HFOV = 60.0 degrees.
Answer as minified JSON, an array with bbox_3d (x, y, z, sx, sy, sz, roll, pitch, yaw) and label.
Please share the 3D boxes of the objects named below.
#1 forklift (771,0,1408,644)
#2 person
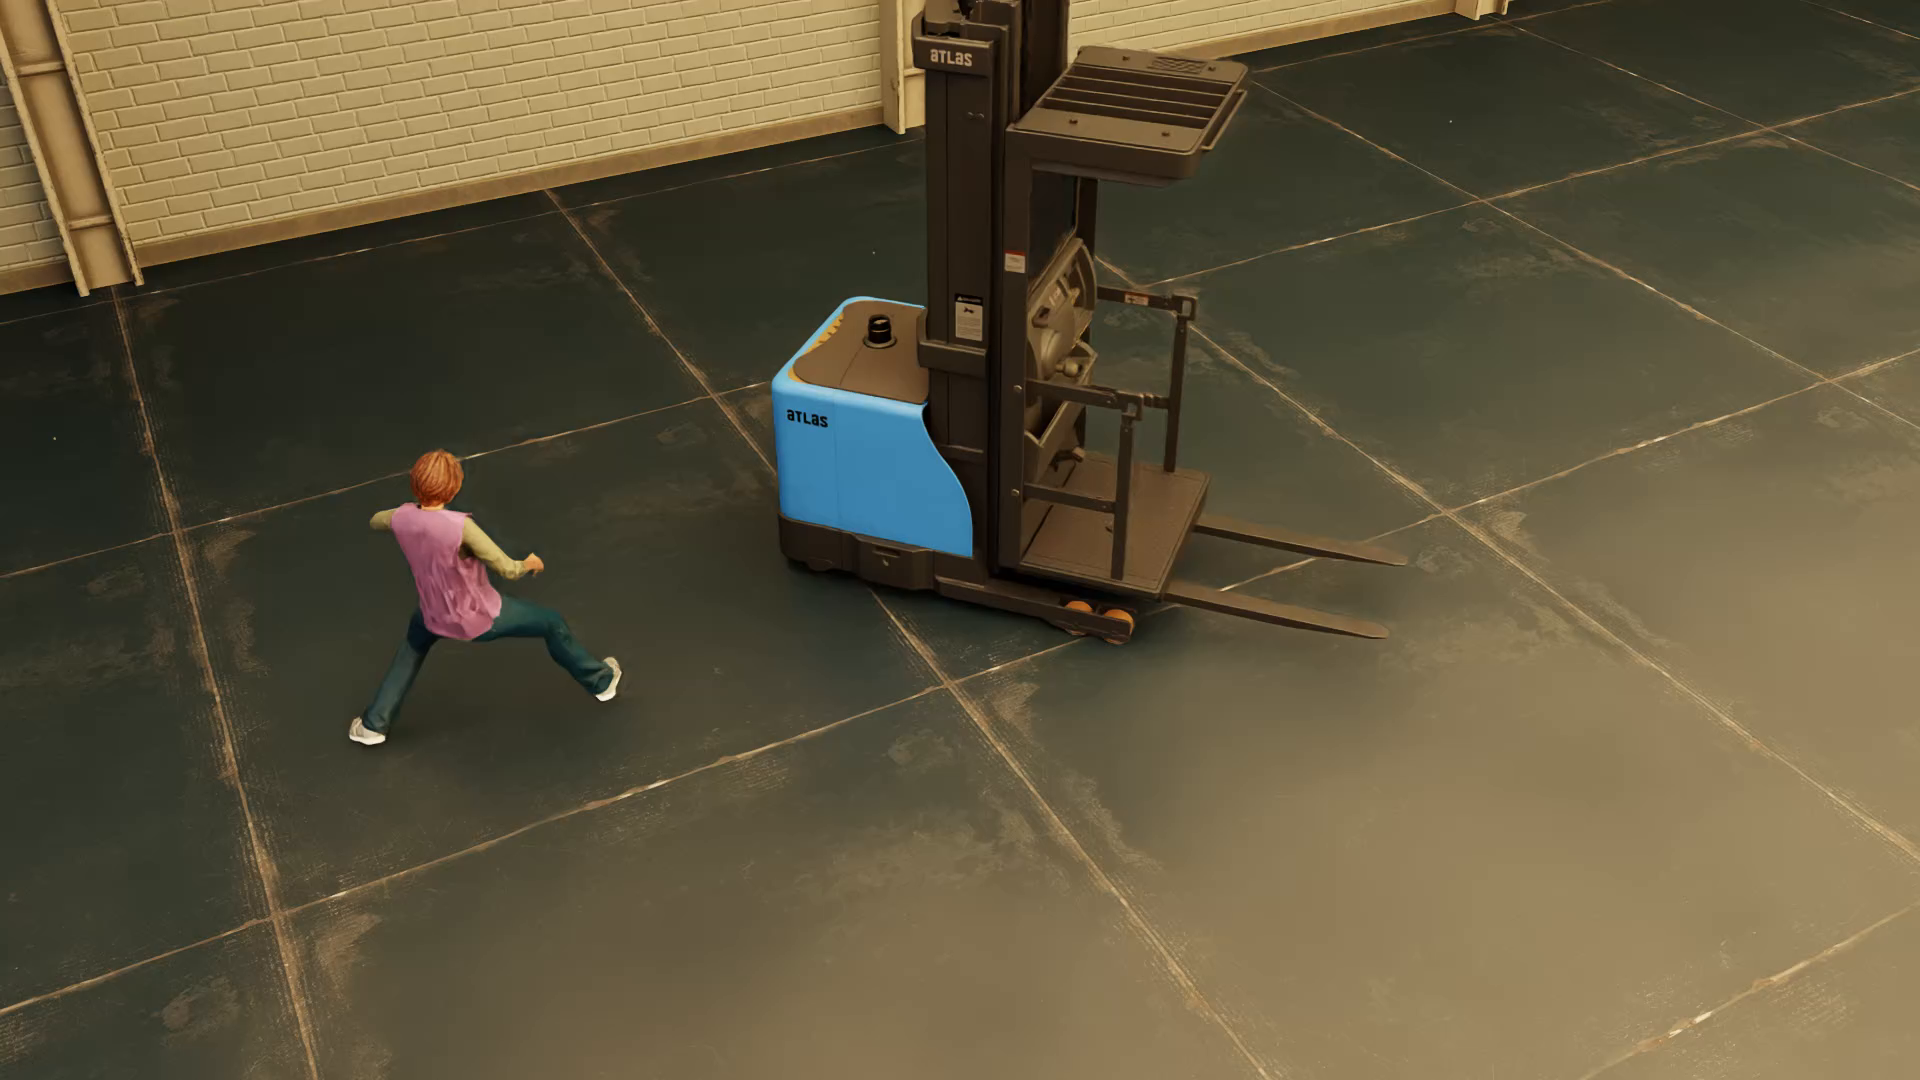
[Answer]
[{"bbox_3d":[0.658,-1.046,7.602,3.031,2.935,1.130,12,37,16],"label":"forklift"},{"bbox_3d":[-2.143,0.201,7.179,1.020,1.412,0.891,11,37,15],"label":"person"}]
